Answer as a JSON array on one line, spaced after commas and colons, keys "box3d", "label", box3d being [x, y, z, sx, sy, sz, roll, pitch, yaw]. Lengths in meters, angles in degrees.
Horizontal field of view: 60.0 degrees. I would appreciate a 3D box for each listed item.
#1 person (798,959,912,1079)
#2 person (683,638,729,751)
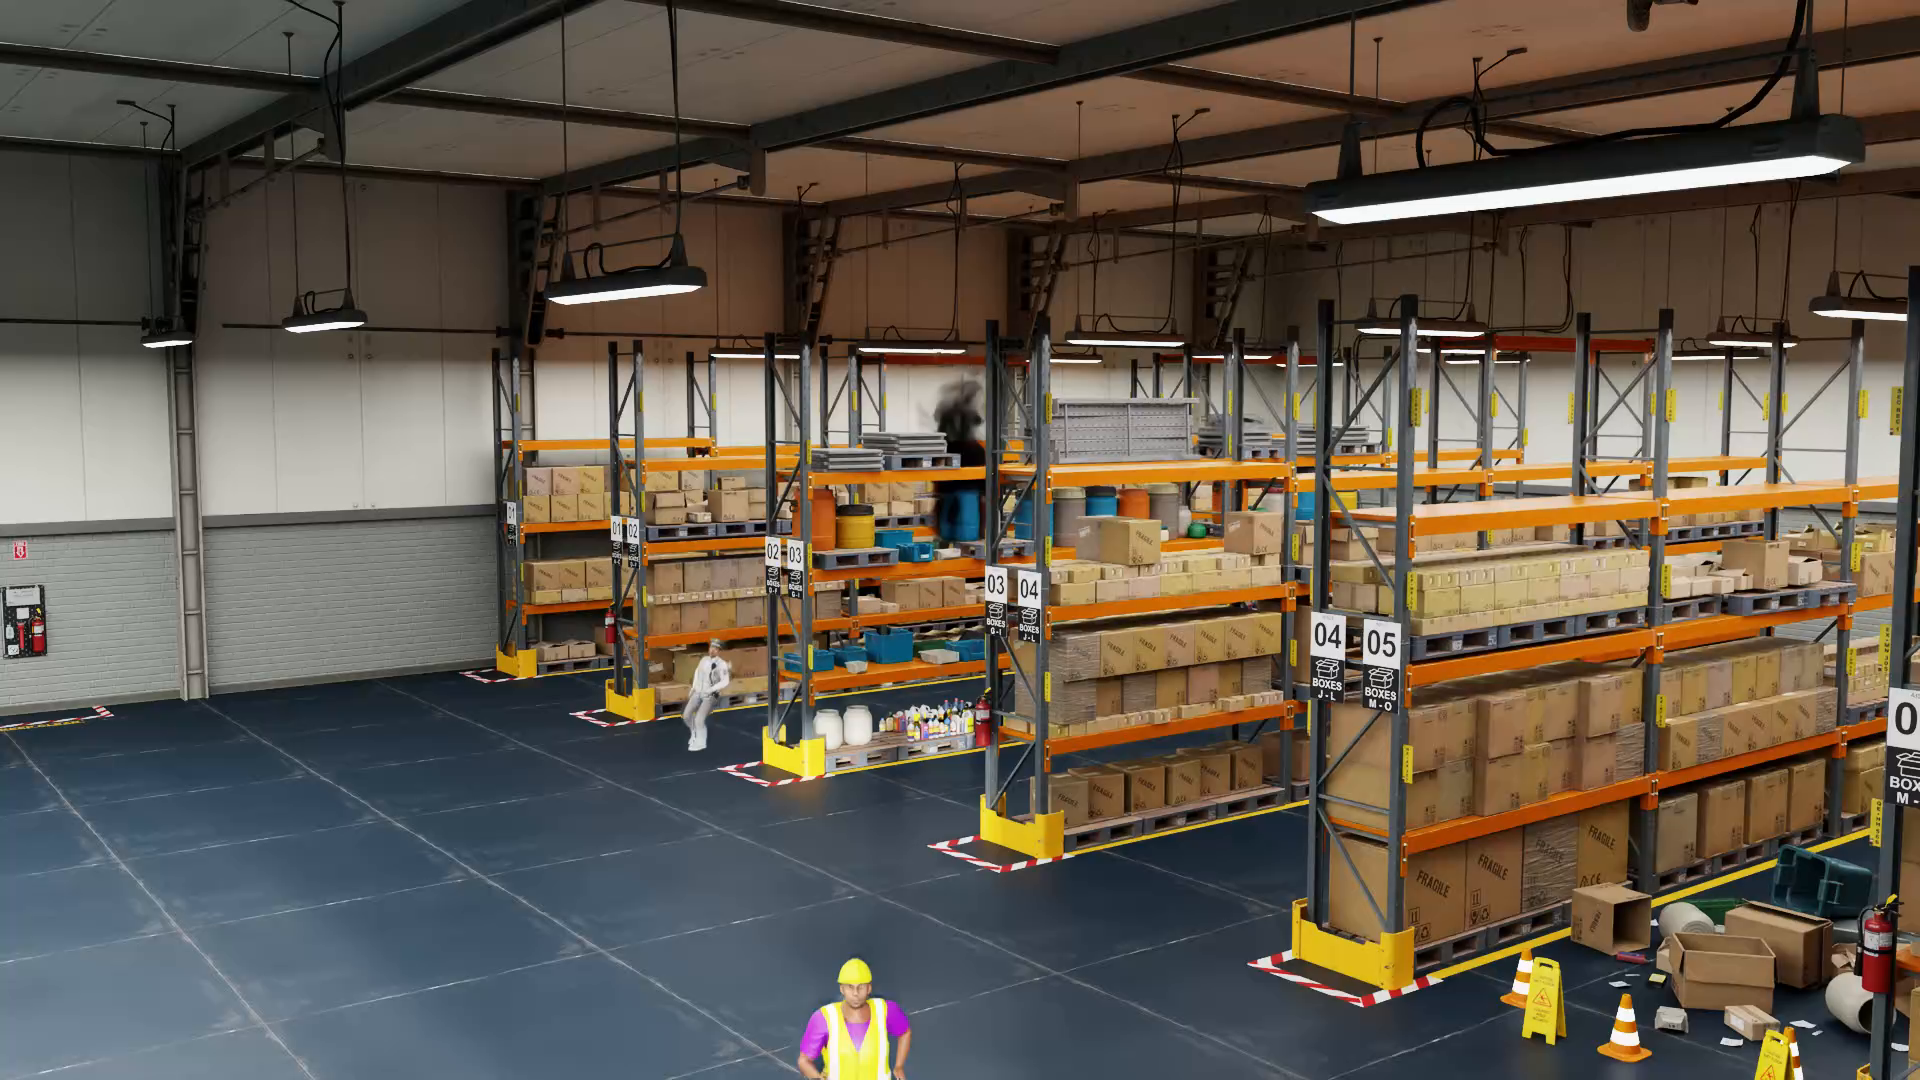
[{"box3d": [-0.627, 3.397, 10.042, 0.700, 1.762, 0.956, 0, 5, -5], "label": "person"}, {"box3d": [-3.613, 2.196, 23.602, 0.669, 1.618, 0.571, 3, 6, 34], "label": "person"}]
